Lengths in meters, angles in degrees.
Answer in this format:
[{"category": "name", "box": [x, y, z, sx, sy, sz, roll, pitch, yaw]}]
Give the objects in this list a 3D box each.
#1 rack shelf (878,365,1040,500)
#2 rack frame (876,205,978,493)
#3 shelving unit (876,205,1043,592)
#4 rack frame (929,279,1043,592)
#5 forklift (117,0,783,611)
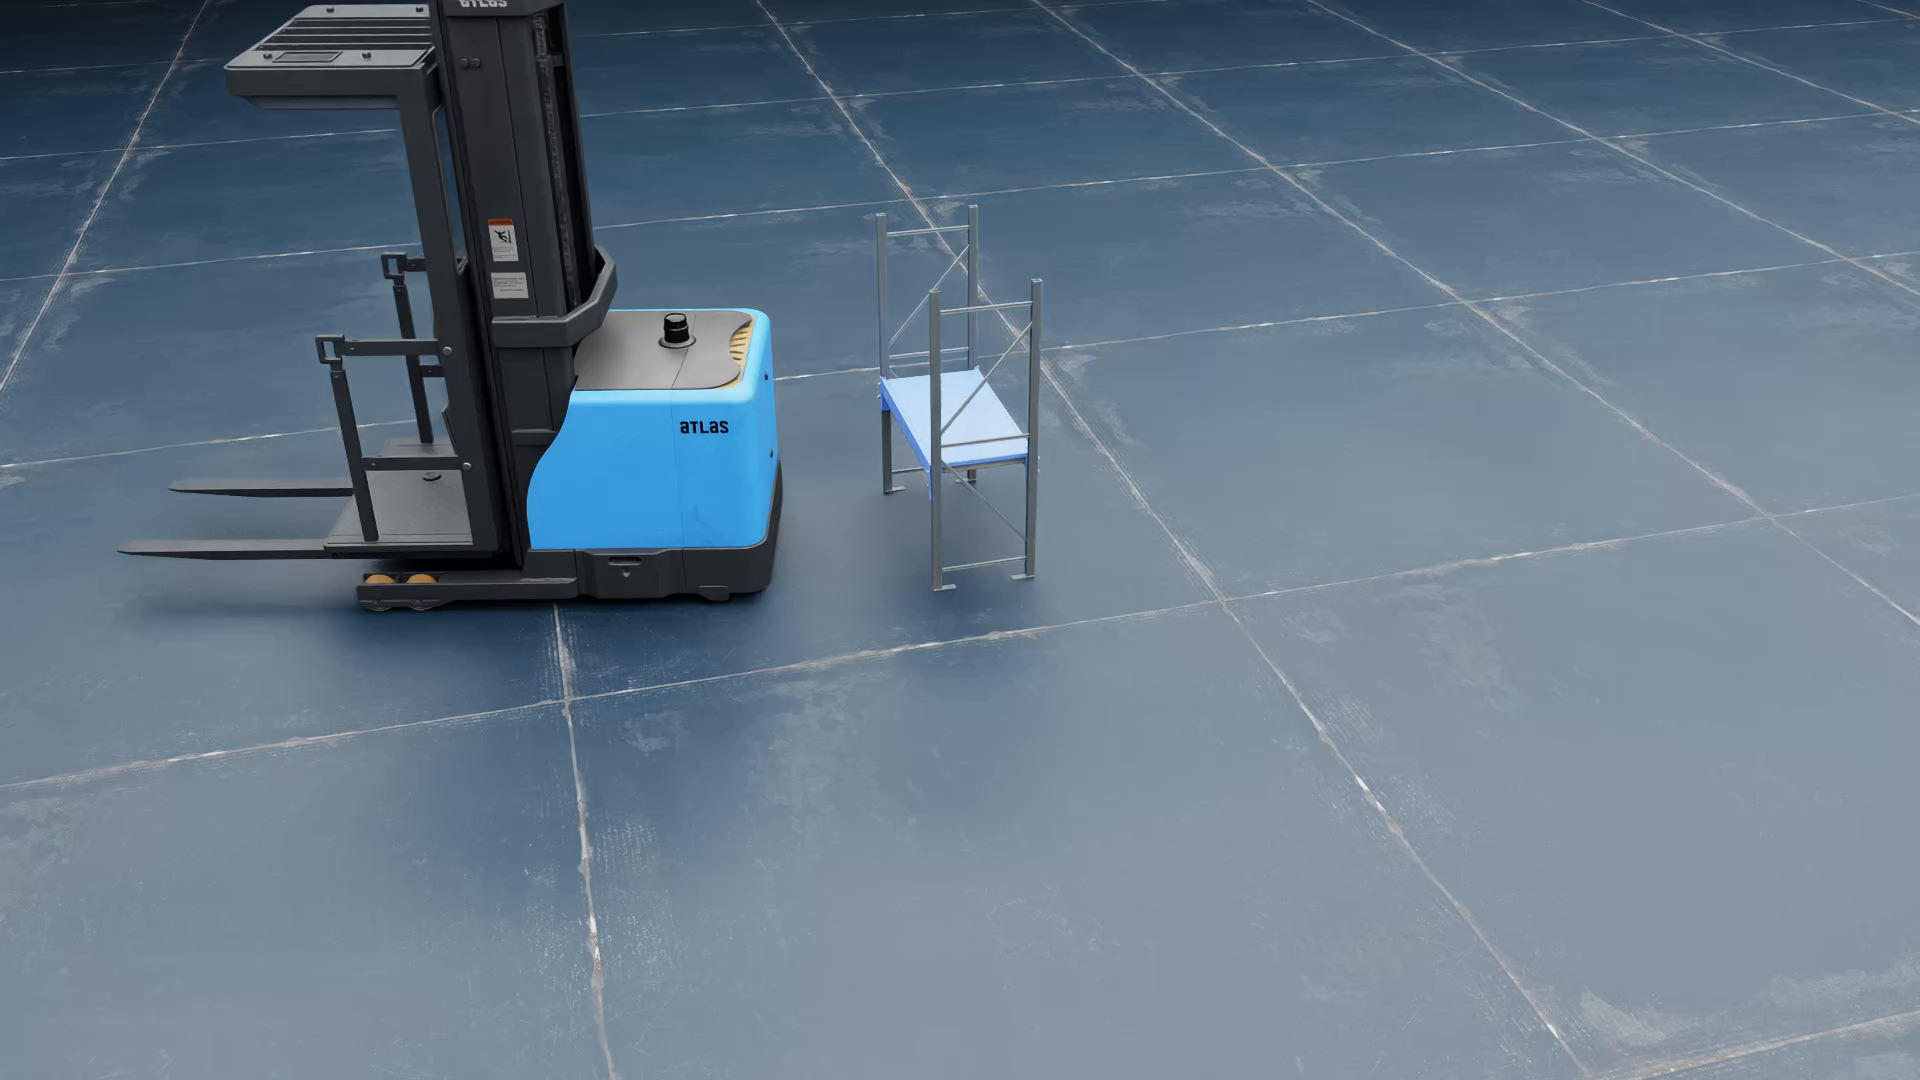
[{"category": "rack shelf", "box": [-0.023, -0.535, 8.036, 0.538, 0.185, 1.000, -8, 31, -13]}, {"category": "rack frame", "box": [-0.158, -0.936, 8.370, 0.500, 1.500, 0.032, -8, 31, -13]}, {"category": "shelving unit", "box": [-0.023, -0.690, 7.945, 0.538, 1.500, 1.048, -8, 31, -13]}, {"category": "rack frame", "box": [0.112, -0.445, 7.521, 0.500, 1.500, 0.032, -8, 31, -13]}, {"category": "forklift", "box": [-2.411, -1.209, 7.412, 3.031, 2.935, 1.130, -1, 30, -1]}]
